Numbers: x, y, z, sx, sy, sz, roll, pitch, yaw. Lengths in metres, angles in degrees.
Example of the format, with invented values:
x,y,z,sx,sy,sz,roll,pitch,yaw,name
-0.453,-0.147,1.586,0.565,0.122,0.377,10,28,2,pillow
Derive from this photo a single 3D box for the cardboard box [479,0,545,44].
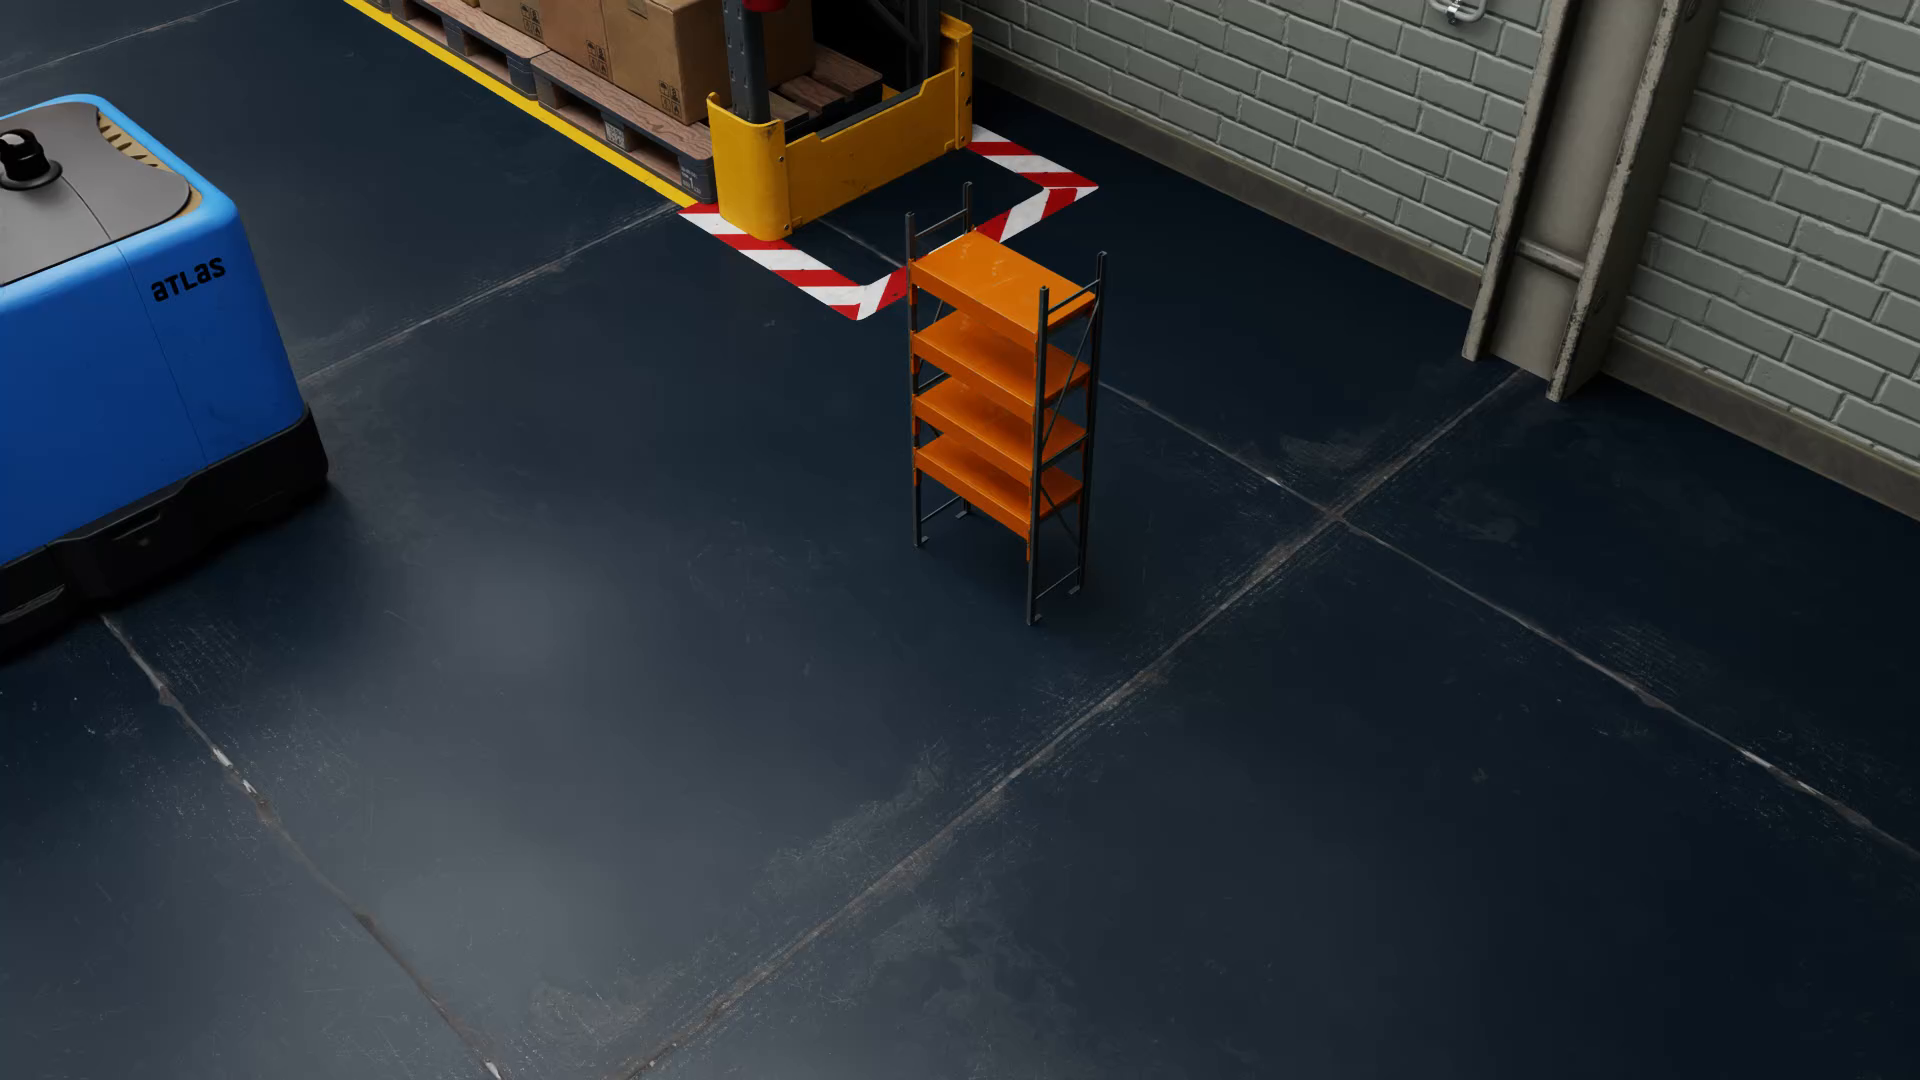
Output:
x,y,z,sx,sy,sz,roll,pitch,yaw,name
-1.748,-2.632,7.421,0.500,0.500,0.700,32,52,30,cardboard box

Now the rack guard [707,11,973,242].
x,y,z,sx,sy,sz,roll,pitch,yaw,name
-0.457,-1.696,6.718,1.175,0.500,0.348,-34,53,-31,rack guard

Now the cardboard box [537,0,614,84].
x,y,z,sx,sy,sz,roll,pitch,yaw,name
-1.392,-2.391,7.160,0.500,0.500,0.700,34,53,31,cardboard box

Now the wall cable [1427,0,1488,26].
x,y,z,sx,sy,sz,roll,pitch,yaw,name
1.100,-2.837,5.362,0.084,1.984,1.851,-34,53,-31,wall cable

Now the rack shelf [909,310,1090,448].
x,y,z,sx,sy,sz,roll,pitch,yaw,name
0.117,-0.476,4.651,0.258,0.148,0.480,-34,53,-31,rack shelf

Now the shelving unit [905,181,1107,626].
x,y,z,sx,sy,sz,roll,pitch,yaw,name
0.117,-0.361,4.757,0.258,1.200,0.503,-34,53,-31,shelving unit

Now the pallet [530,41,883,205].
x,y,z,sx,sy,sz,roll,pitch,yaw,name
-1.094,-1.949,7.203,1.003,0.211,1.213,-34,53,-31,pallet

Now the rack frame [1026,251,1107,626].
x,y,z,sx,sy,sz,roll,pitch,yaw,name
0.289,-0.244,4.630,0.240,1.200,0.015,-34,53,-31,rack frame

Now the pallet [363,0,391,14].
x,y,z,sx,sy,sz,roll,pitch,yaw,name
-2.817,-3.121,8.472,1.003,0.211,1.213,-34,53,-31,pallet

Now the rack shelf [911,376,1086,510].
x,y,z,sx,sy,sz,roll,pitch,yaw,name
0.117,-0.312,4.802,0.258,0.148,0.480,-34,53,-31,rack shelf

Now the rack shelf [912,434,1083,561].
x,y,z,sx,sy,sz,roll,pitch,yaw,name
0.117,-0.166,4.937,0.258,0.148,0.480,-34,53,-31,rack shelf

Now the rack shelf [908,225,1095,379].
x,y,z,sx,sy,sz,roll,pitch,yaw,name
0.117,-0.650,4.490,0.258,0.148,0.480,-34,53,-31,rack shelf

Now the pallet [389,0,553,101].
x,y,z,sx,sy,sz,roll,pitch,yaw,name
-1.951,-2.535,7.838,1.003,0.211,1.213,-34,53,-31,pallet

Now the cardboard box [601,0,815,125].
x,y,z,sx,sy,sz,roll,pitch,yaw,name
-1.039,-2.151,6.900,0.700,0.500,0.500,-34,53,-31,cardboard box

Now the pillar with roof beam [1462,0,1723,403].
x,y,z,sx,sy,sz,roll,pitch,yaw,name
-1.003,-1.883,0.657,9.100,9.000,0.400,-34,53,-31,pillar with roof beam

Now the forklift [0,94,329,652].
x,y,z,sx,sy,sz,roll,pitch,yaw,name
-3.449,-0.774,3.928,3.031,2.935,1.130,-34,52,-31,forklift

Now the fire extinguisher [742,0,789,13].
x,y,z,sx,sy,sz,roll,pitch,yaw,name
-0.694,-2.167,5.717,0.296,0.674,0.183,-34,53,-31,fire extinguisher

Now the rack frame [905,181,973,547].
x,y,z,sx,sy,sz,roll,pitch,yaw,name
-0.055,-0.478,4.884,0.240,1.200,0.015,-34,53,-31,rack frame

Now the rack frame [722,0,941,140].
x,y,z,sx,sy,sz,roll,pitch,yaw,name
-0.474,-2.626,5.882,1.000,3.000,0.127,-34,53,-31,rack frame

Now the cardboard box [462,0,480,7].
x,y,z,sx,sy,sz,roll,pitch,yaw,name
-2.130,-2.885,7.694,0.700,0.500,0.500,-33,52,-30,cardboard box
